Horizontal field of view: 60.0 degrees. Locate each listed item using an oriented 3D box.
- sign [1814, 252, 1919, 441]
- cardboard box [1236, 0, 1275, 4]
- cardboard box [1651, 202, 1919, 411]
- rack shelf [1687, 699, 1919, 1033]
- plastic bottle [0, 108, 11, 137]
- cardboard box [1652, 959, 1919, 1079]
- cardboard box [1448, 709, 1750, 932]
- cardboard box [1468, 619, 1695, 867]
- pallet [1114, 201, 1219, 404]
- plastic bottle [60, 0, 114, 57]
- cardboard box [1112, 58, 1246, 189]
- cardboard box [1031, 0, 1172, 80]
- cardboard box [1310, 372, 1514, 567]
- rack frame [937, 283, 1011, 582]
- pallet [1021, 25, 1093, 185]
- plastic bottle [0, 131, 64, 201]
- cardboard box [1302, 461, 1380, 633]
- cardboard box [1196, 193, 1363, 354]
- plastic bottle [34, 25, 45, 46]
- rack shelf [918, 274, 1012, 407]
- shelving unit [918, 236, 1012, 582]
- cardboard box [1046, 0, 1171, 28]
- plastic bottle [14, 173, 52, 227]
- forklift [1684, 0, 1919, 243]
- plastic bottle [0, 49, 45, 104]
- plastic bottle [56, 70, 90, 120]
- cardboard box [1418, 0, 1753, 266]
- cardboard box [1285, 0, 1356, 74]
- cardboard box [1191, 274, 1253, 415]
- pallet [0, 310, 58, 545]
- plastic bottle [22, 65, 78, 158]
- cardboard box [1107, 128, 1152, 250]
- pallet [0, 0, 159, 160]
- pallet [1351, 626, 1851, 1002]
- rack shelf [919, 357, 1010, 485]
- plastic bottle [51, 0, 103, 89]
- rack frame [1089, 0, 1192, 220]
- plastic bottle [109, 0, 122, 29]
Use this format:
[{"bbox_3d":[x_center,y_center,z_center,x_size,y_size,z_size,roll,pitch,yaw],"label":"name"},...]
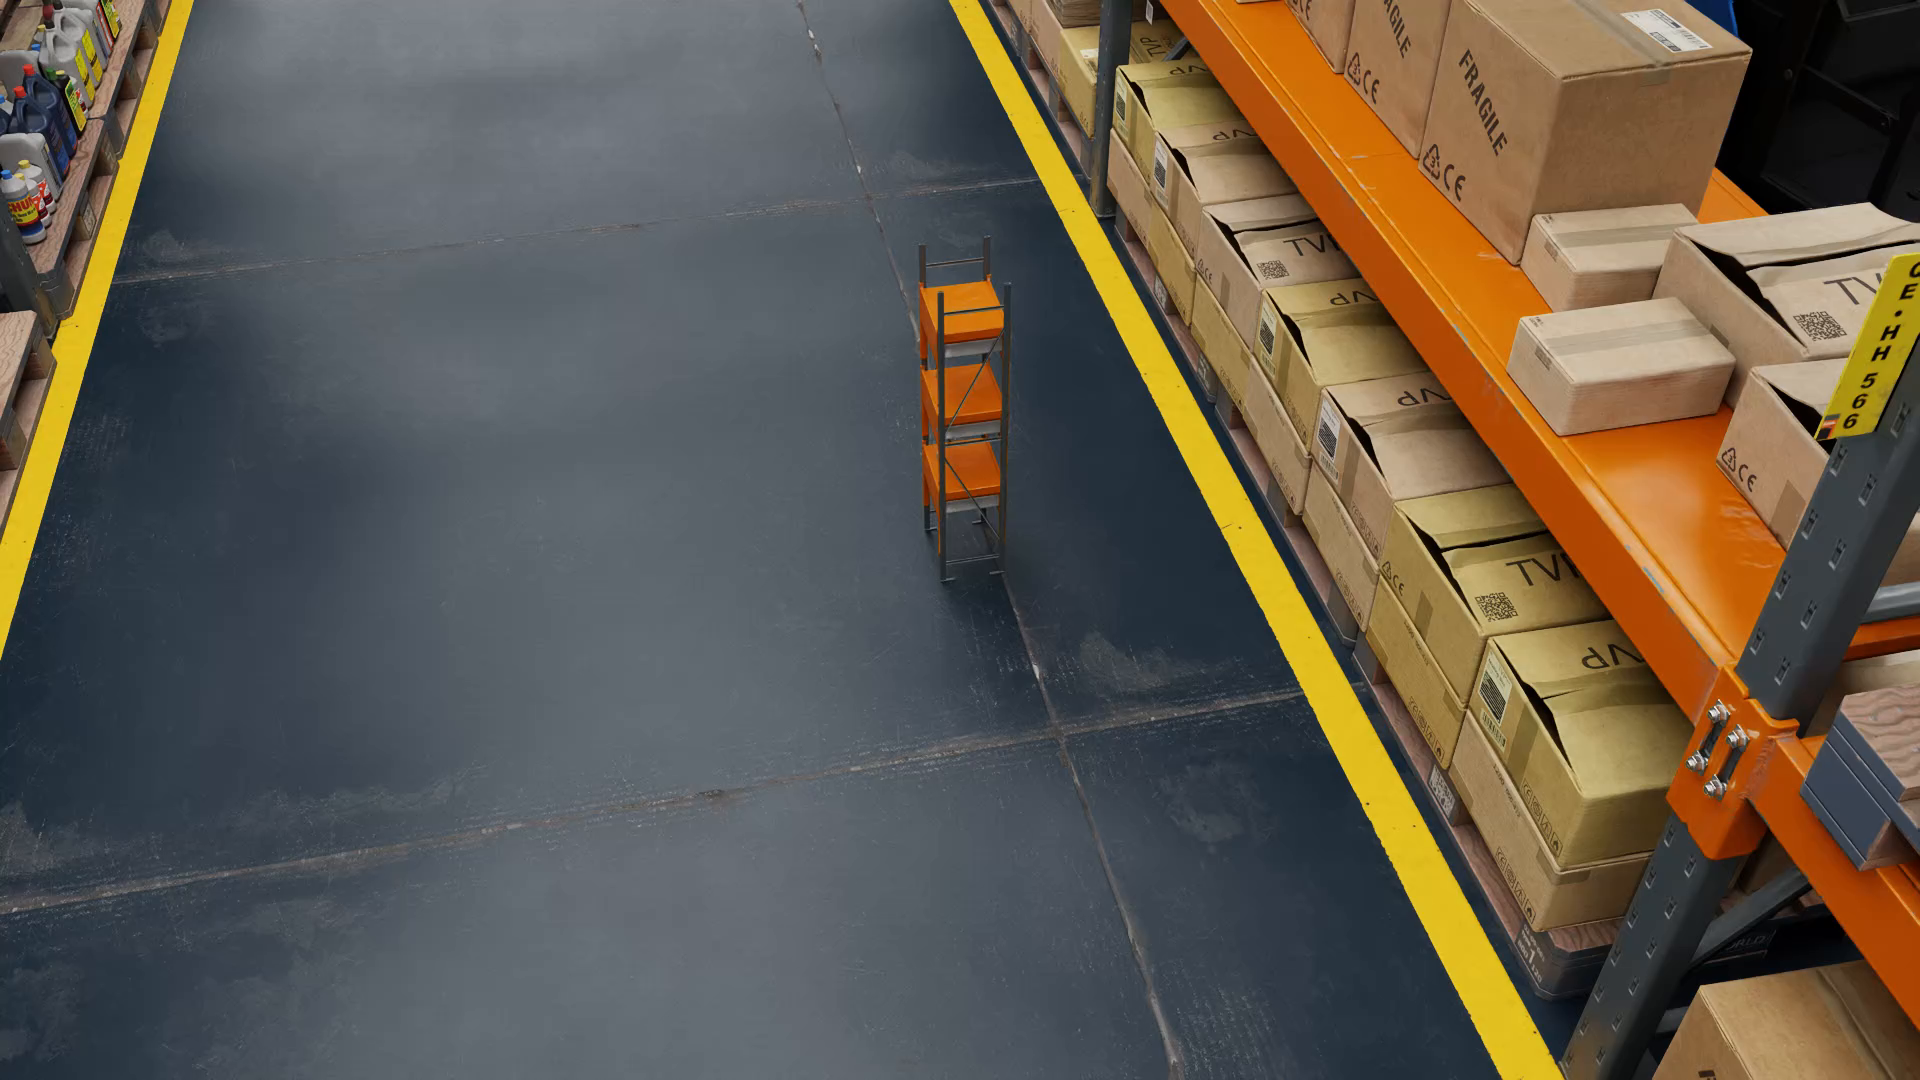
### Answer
[{"bbox_3d":[1.351,-0.281,2.435,0.100,0.325,0.005,-8,42,-9],"label":"sign"},{"bbox_3d":[1.020,-1.825,5.235,0.380,0.149,0.250,-8,42,-9],"label":"cardboard box"},{"bbox_3d":[1.888,-0.504,3.625,0.500,0.311,0.500,-9,42,-10],"label":"cardboard box"},{"bbox_3d":[2.323,1.636,1.689,1.077,0.370,4.000,-8,42,-9],"label":"rack shelf"},{"bbox_3d":[-3.719,-1.551,6.402,0.144,0.351,0.185,-8,42,-9],"label":"plastic bottle"},{"bbox_3d":[1.711,1.177,3.216,0.500,0.500,0.500,-7,42,-7],"label":"cardboard box"},{"bbox_3d":[1.540,0.636,4.029,0.500,0.250,0.500,-7,42,-8],"label":"cardboard box"},{"bbox_3d":[1.538,0.428,3.841,0.500,0.311,0.500,-7,42,-8],"label":"cardboard box"},{"bbox_3d":[1.226,-1.008,6.226,1.003,0.211,1.213,-8,42,-9],"label":"pallet"},{"bbox_3d":[-3.820,-2.259,7.255,0.152,0.276,0.135,-8,42,-9],"label":"plastic bottle"},{"bbox_3d":[0.874,-1.557,6.077,0.500,0.311,0.500,-8,42,-9],"label":"cardboard box"},{"bbox_3d":[0.617,-2.246,7.275,0.500,0.250,0.500,-8,42,-9],"label":"cardboard box"},{"bbox_3d":[1.314,-0.236,4.589,0.500,0.311,0.500,-9,42,-10],"label":"cardboard box"},{"bbox_3d":[0.038,-0.279,4.773,0.200,1.050,0.008,-8,42,-9],"label":"rack frame"},{"bbox_3d":[0.898,-2.001,7.345,1.003,0.211,1.213,-8,42,-9],"label":"pallet"},{"bbox_3d":[-3.546,-1.436,6.328,0.152,0.276,0.135,-7,42,-8],"label":"plastic bottle"},{"bbox_3d":[1.320,-0.024,4.773,0.500,0.250,0.500,-7,42,-8],"label":"cardboard box"},{"bbox_3d":[1.090,-0.897,5.333,0.500,0.311,0.500,-10,43,-11],"label":"cardboard box"},{"bbox_3d":[-3.908,-2.111,7.145,0.097,0.201,0.097,0,42,0],"label":"plastic bottle"},{"bbox_3d":[0.012,-0.562,4.681,0.215,0.259,0.240,-8,42,-9],"label":"rack shelf"},{"bbox_3d":[0.012,-0.358,4.862,0.215,1.050,0.252,-8,42,-9],"label":"shelving unit"},{"bbox_3d":[0.618,-2.527,7.027,0.500,0.500,0.500,-8,42,-9],"label":"cardboard box"},{"bbox_3d":[-3.472,-1.268,6.196,0.097,0.201,0.097,0,42,0],"label":"plastic bottle"},{"bbox_3d":[3.583,-2.209,5.530,1.130,2.935,3.031,-15,44,-16],"label":"forklift"},{"bbox_3d":[-3.850,-1.904,6.856,0.152,0.276,0.135,-8,42,-9],"label":"plastic bottle"},{"bbox_3d":[-3.657,-1.825,6.823,0.097,0.201,0.097,0,42,0],"label":"plastic bottle"},{"bbox_3d":[1.514,-1.052,4.101,0.500,0.500,0.500,-10,43,-12],"label":"cardboard box"},{"bbox_3d":[1.292,-1.718,4.851,0.500,0.500,0.500,-6,42,-6],"label":"cardboard box"},{"bbox_3d":[1.097,-0.687,5.520,0.500,0.250,0.500,-10,42,-11],"label":"cardboard box"},{"bbox_3d":[-3.602,-0.269,5.394,1.003,0.211,1.213,-8,42,-9],"label":"pallet"},{"bbox_3d":[-3.619,-1.694,6.563,0.144,0.351,0.185,-10,43,-11],"label":"plastic bottle"},{"bbox_3d":[0.874,-1.354,6.271,0.500,0.250,0.500,-9,42,-10],"label":"cardboard box"},{"bbox_3d":[-4.180,-2.006,7.351,1.003,0.211,1.213,-8,42,-9],"label":"pallet"},{"bbox_3d":[1.752,0.574,4.444,1.003,0.211,1.213,-8,42,-9],"label":"pallet"},{"bbox_3d":[0.012,-0.350,4.869,0.215,0.259,0.240,-8,42,-9],"label":"rack shelf"},{"bbox_3d":[-3.751,-2.090,7.009,0.144,0.351,0.185,-7,42,-8],"label":"plastic bottle"},{"bbox_3d":[1.028,-2.522,5.832,1.000,3.000,0.127,-8,42,-9],"label":"rack frame"},{"bbox_3d":[-3.848,-2.398,7.469,0.097,0.201,0.097,0,42,0],"label":"plastic bottle"}]
